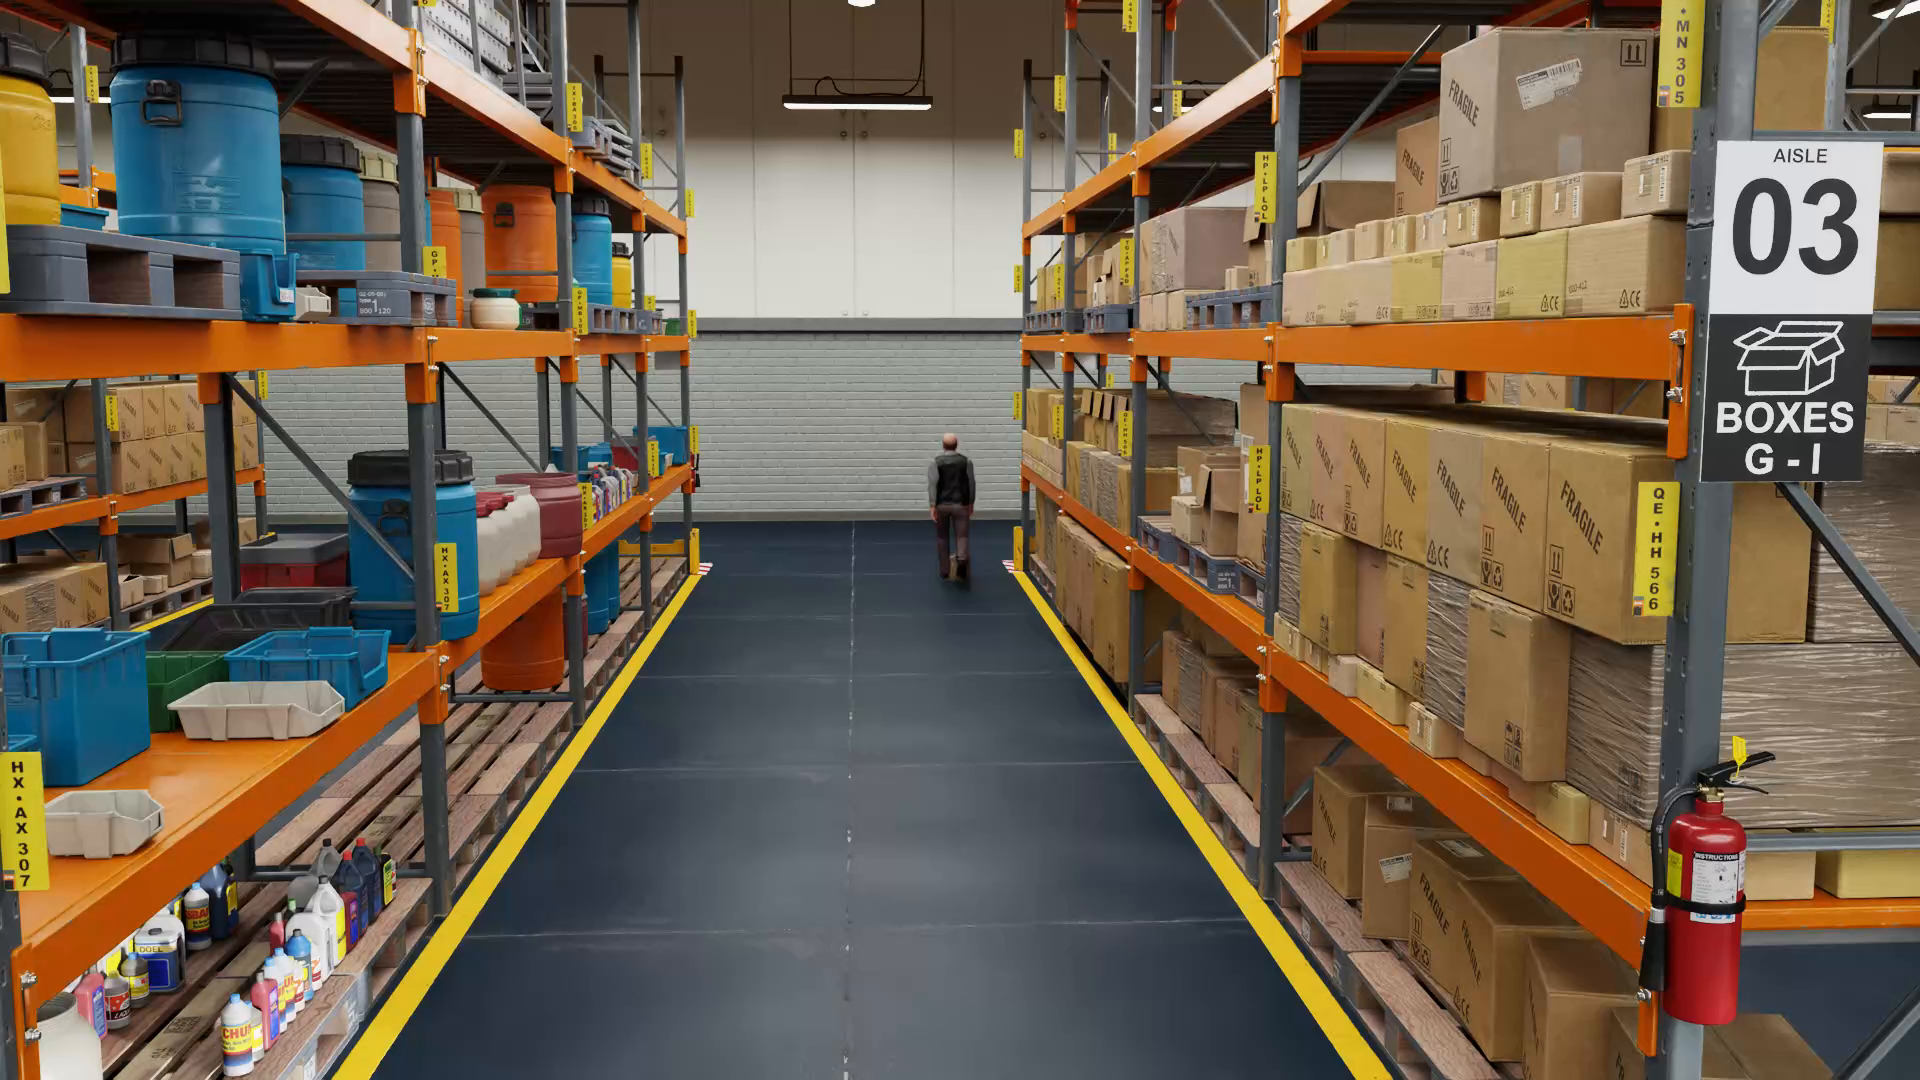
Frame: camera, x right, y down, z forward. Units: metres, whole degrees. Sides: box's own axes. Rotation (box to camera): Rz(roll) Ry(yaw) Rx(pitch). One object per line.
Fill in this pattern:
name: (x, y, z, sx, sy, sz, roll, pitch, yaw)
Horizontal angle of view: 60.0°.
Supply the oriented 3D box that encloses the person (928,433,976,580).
person: (-0.094, -0.373, 18.953, 0.553, 1.689, 0.905, 0, 7, -4)
